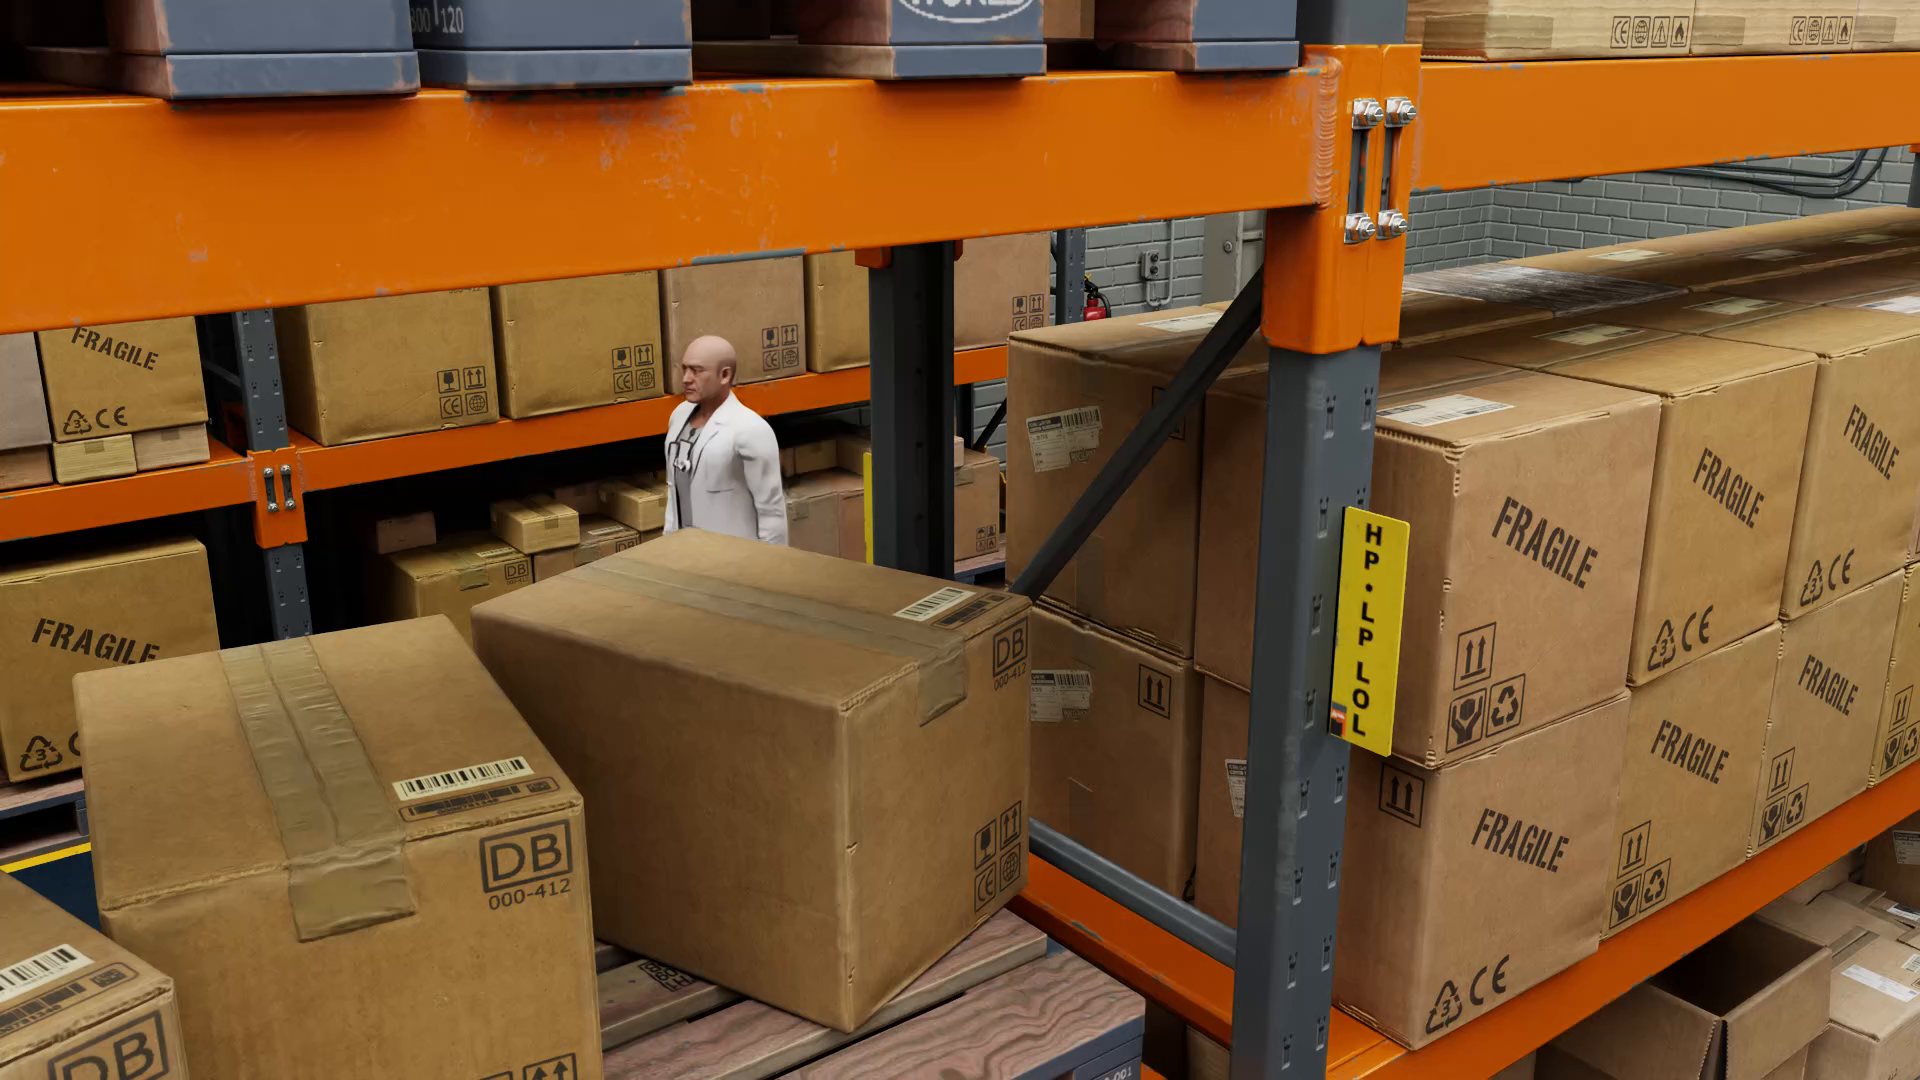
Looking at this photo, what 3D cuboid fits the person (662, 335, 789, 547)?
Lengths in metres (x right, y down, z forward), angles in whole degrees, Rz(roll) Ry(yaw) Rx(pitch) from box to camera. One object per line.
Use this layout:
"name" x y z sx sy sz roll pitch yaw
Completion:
"person" -0.883 0.076 6.340 1.100 1.739 0.570 -14 22 -38
